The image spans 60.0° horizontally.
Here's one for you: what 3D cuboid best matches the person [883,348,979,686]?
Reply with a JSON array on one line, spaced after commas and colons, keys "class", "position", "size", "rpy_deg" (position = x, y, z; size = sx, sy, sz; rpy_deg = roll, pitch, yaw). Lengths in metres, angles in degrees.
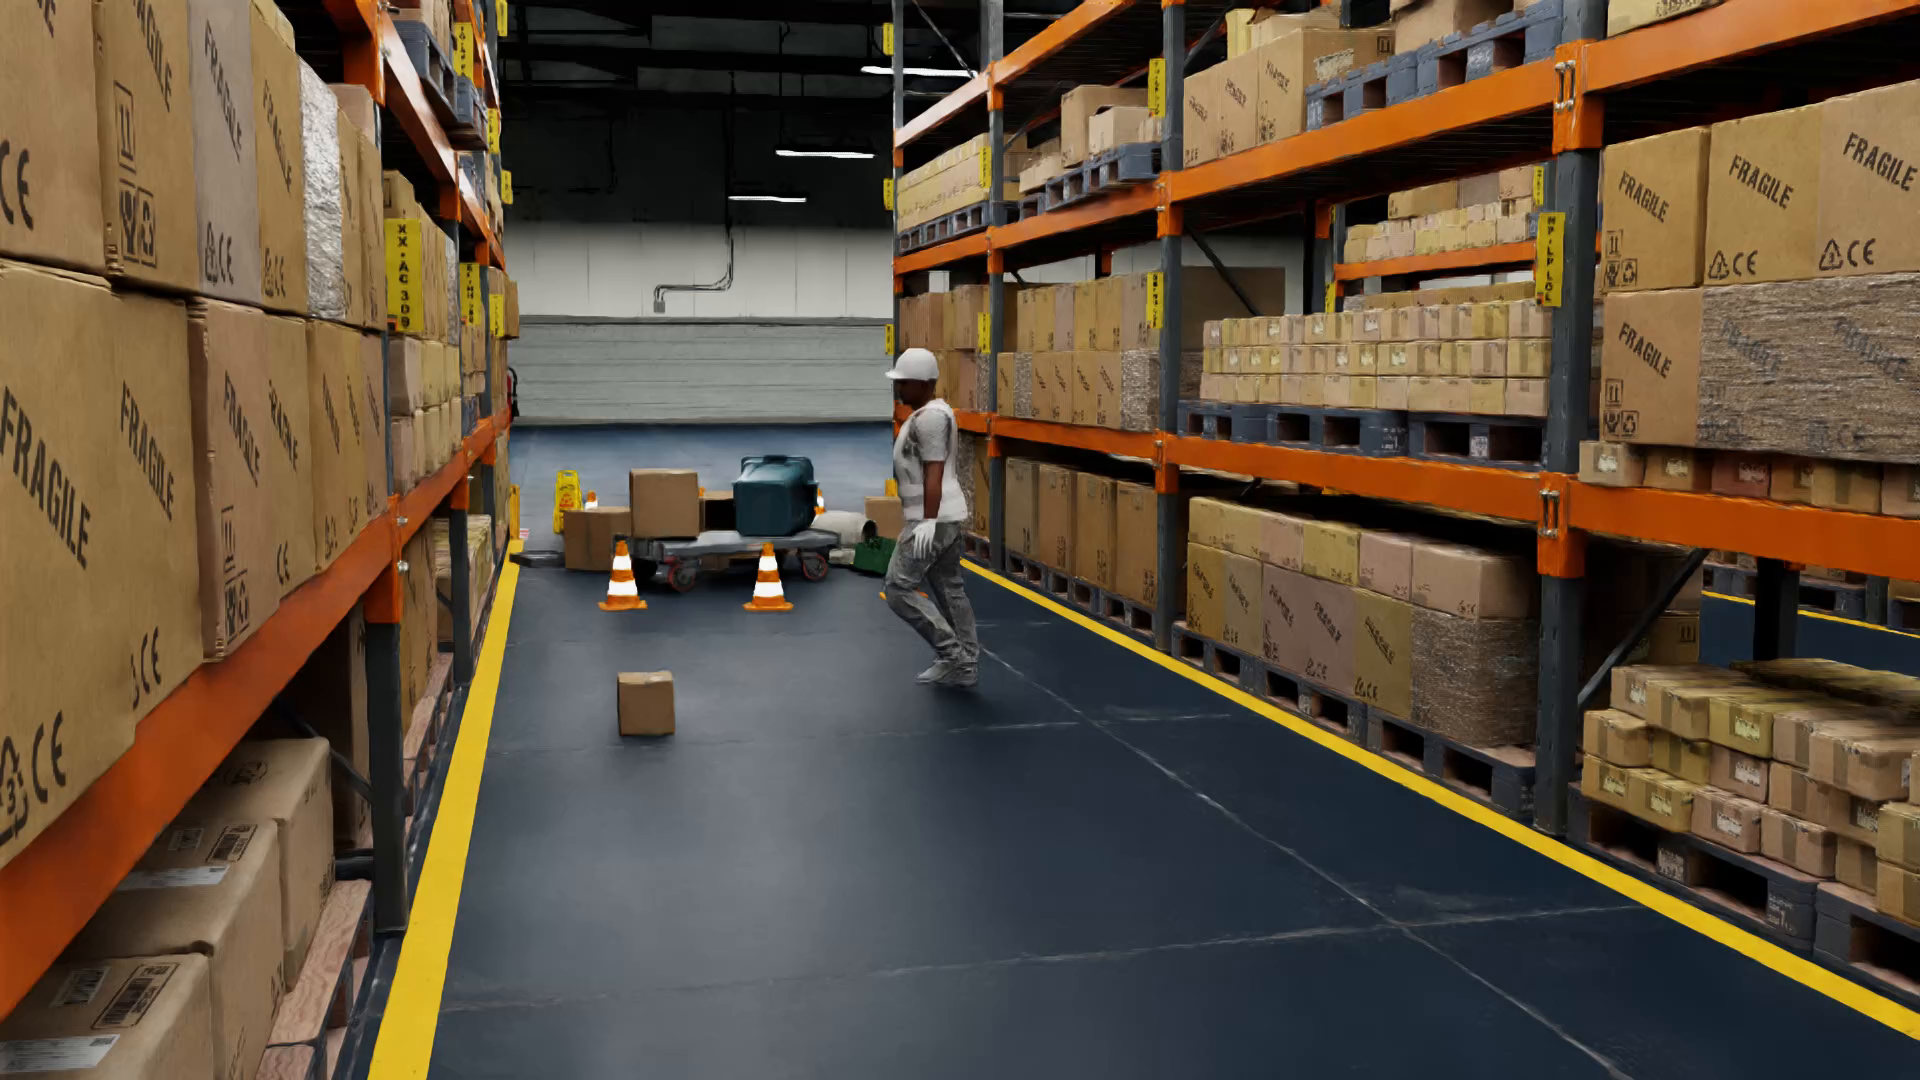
[{"class": "person", "position": [-0.143, -0.096, 8.493], "size": [0.470, 1.758, 0.660], "rpy_deg": [0, 6, 3]}]
